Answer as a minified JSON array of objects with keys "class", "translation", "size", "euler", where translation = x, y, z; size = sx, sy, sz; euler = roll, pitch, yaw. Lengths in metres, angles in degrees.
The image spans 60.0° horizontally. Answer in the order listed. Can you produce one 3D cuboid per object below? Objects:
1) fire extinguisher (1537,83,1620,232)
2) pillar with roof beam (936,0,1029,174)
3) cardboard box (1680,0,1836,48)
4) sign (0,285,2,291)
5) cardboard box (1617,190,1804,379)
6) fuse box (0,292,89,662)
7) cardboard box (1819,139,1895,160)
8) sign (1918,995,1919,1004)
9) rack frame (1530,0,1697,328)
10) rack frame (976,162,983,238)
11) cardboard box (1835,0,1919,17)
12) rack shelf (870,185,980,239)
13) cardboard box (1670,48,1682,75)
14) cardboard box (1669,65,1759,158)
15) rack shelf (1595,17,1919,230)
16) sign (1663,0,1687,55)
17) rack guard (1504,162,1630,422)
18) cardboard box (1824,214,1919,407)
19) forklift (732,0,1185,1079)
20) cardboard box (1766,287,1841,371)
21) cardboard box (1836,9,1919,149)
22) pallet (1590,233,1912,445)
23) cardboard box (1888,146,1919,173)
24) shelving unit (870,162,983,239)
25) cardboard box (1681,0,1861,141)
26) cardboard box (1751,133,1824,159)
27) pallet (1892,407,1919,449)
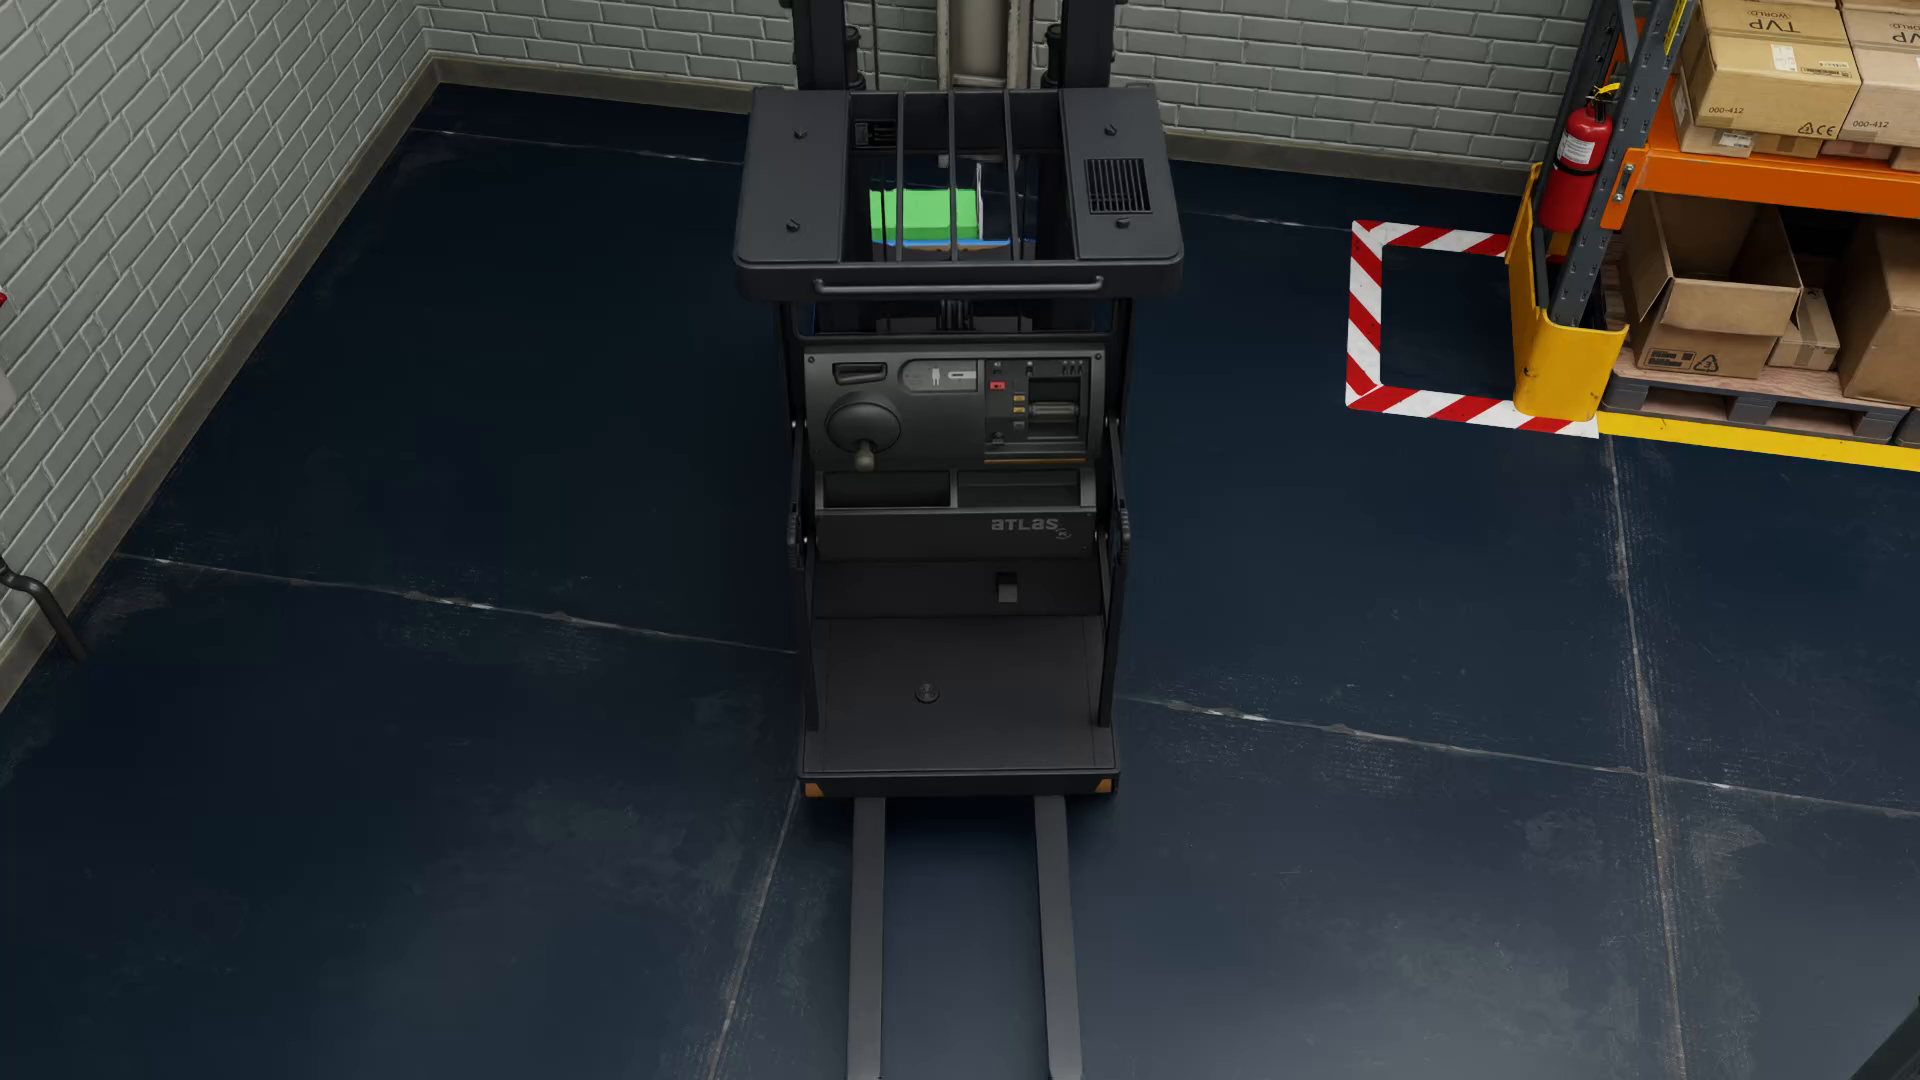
[{"class":"fire extinguisher","translation":[2.376,-1.496,6.352],"size":[0.183,0.674,0.296],"euler":[8,49,7]},{"class":"pillar with roof beam","translation":[-0.656,-1.835,2.321],"size":[0.400,9.000,9.100],"euler":[8,49,7]},{"class":"cardboard box","translation":[3.103,-2.148,6.536],"size":[0.500,0.250,0.500],"euler":[9,49,8]},{"class":"sign","translation":[-3.428,-0.936,5.610],"size":[0.001,0.494,0.329],"euler":[8,49,7]},{"class":"cardboard box","translation":[3.188,-1.121,7.108],"size":[0.637,0.503,0.797],"euler":[6,48,5]},{"class":"fuse box","translation":[-3.312,-0.148,5.704],"size":[0.414,1.711,0.539],"euler":[8,49,7]},{"class":"cardboard box","translation":[3.401,-1.628,6.337],"size":[0.250,0.149,0.380],"euler":[7,48,6]},{"class":"sign","translation":[1.834,0.807,3.042],"size":[0.005,0.325,0.100],"euler":[8,49,7]},{"class":"rack frame","translation":[2.603,-1.965,6.471],"size":[0.127,3.000,1.000],"euler":[8,49,7]},{"class":"rack frame","translation":[0.075,-0.970,6.787],"size":[0.015,1.200,0.240],"euler":[-1,48,-1]},{"class":"cardboard box","translation":[3.610,-2.079,6.474],"size":[0.500,0.250,0.500],"euler":[8,49,7]},{"class":"rack shelf","translation":[-0.169,-1.244,6.474],"size":[0.480,0.148,0.258],"euler":[-1,48,-1]},{"class":"cardboard box","translation":[2.977,-2.034,6.702],"size":[0.250,0.149,0.380],"euler":[7,48,6]},{"class":"cardboard box","translation":[2.878,-1.637,6.345],"size":[0.250,0.149,0.380],"euler":[7,48,7]},{"class":"rack shelf","translation":[4.571,-1.460,6.501],"size":[4.000,0.370,1.077],"euler":[8,49,7]},{"class":"sign","translation":[2.507,-1.857,5.792],"size":[0.005,0.325,0.100],"euler":[8,49,7]},{"class":"rack guard","translation":[2.678,-1.119,7.392],"size":[0.348,0.500,1.175],"euler":[8,49,7]},{"class":"cardboard box","translation":[4.022,-0.978,6.982],"size":[0.500,0.500,0.700],"euler":[9,49,8]},{"class":"forklift","translation":[-0.010,-0.312,5.032],"size":[1.130,2.935,3.031],"euler":[-1,48,-1]},{"class":"cardboard box","translation":[3.599,-0.917,7.164],"size":[0.250,0.149,0.380],"euler":[6,48,5]},{"class":"cardboard box","translation":[3.498,-1.690,6.125],"size":[0.500,0.250,0.500],"euler":[8,49,7]},{"class":"pallet","translation":[3.462,-0.918,7.405],"size":[1.213,0.211,1.003],"euler":[8,49,7]},{"class":"cardboard box","translation":[3.639,-1.549,6.266],"size":[0.250,0.149,0.380],"euler":[9,49,8]},{"class":"shelving unit","translation":[-0.169,-0.966,6.783],"size":[0.503,1.200,0.258],"euler":[-1,48,-1]},{"class":"cardboard box","translation":[3.002,-1.757,6.185],"size":[0.500,0.250,0.500],"euler":[8,49,7]},{"class":"cardboard box","translation":[3.136,-1.637,6.345],"size":[0.250,0.149,0.380],"euler":[9,49,8]},{"class":"pallet","translation":[4.659,-0.755,7.259],"size":[1.213,0.211,1.003],"euler":[8,49,7]}]
